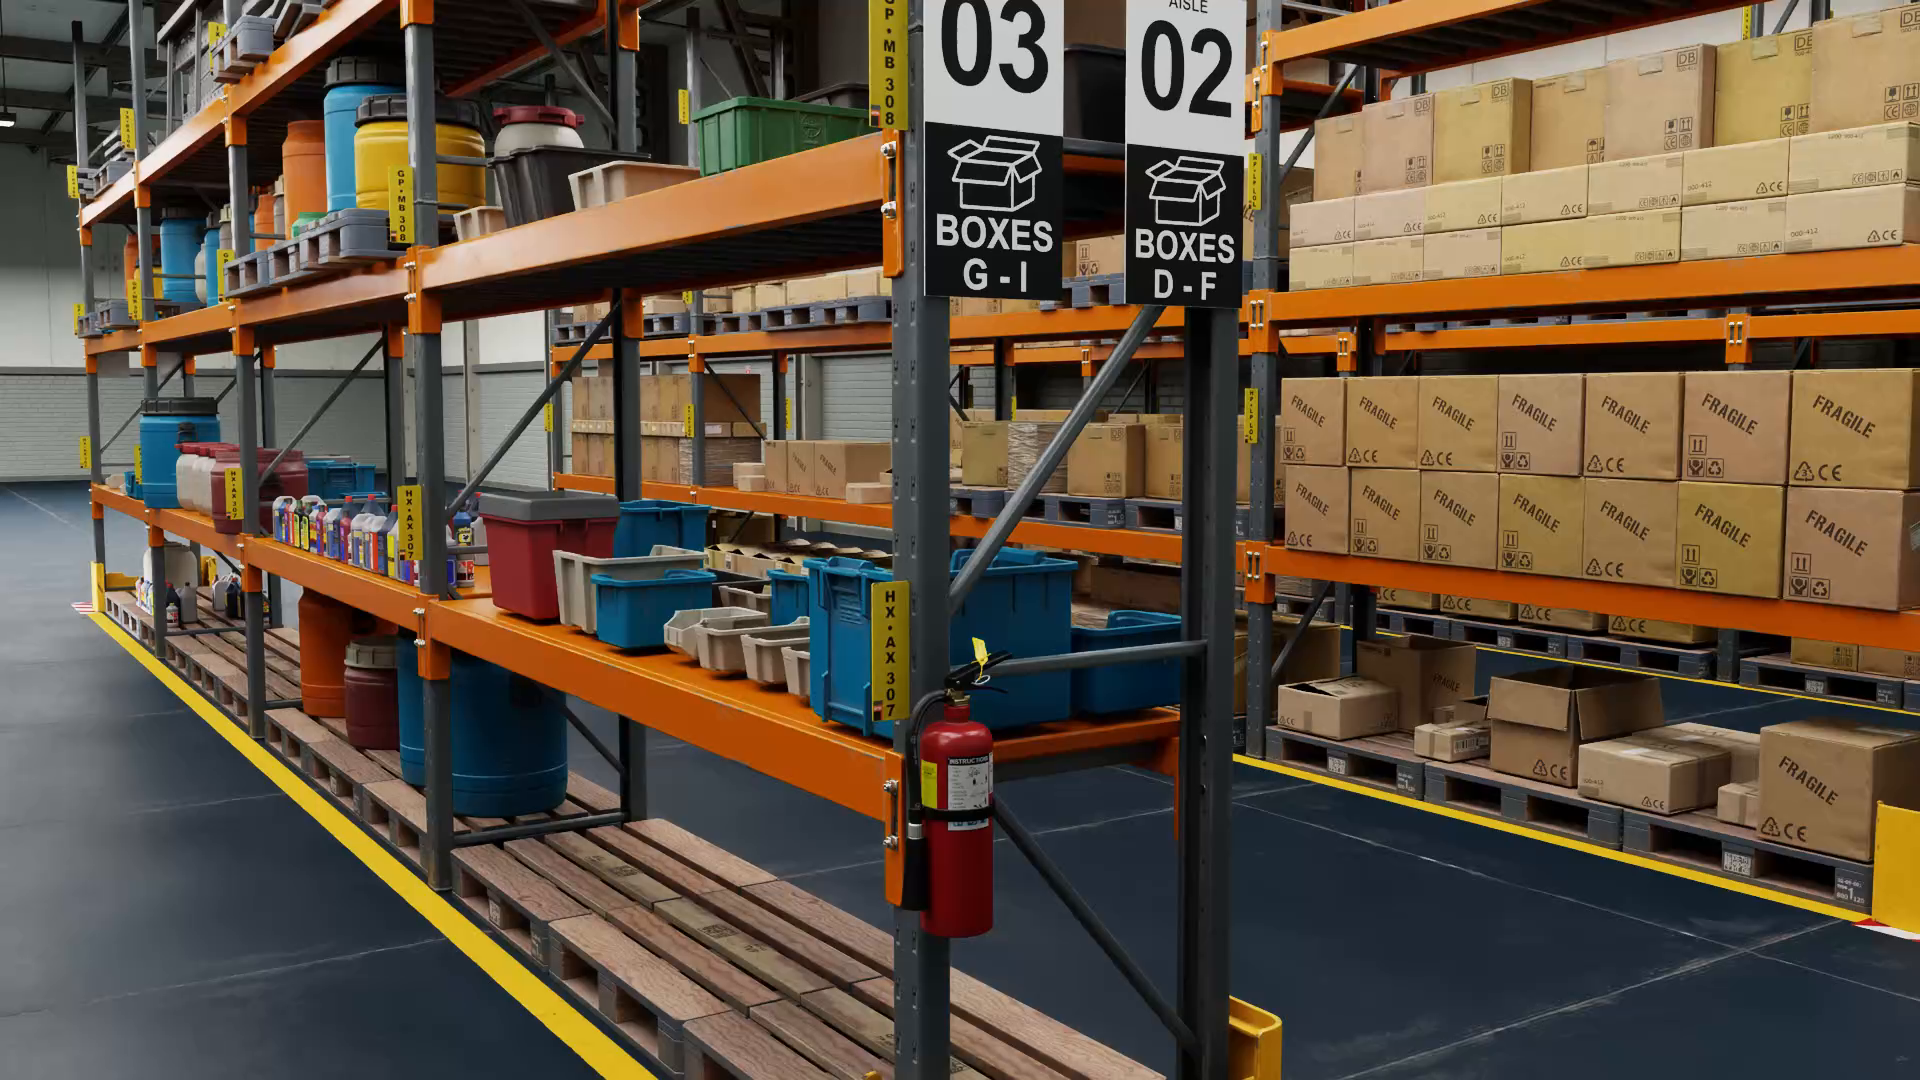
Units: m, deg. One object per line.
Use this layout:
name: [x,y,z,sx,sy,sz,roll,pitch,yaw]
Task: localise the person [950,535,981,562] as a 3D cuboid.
person: [0.075,0.025,16.314,0.465,1.588,0.411,-3,6,-31]
